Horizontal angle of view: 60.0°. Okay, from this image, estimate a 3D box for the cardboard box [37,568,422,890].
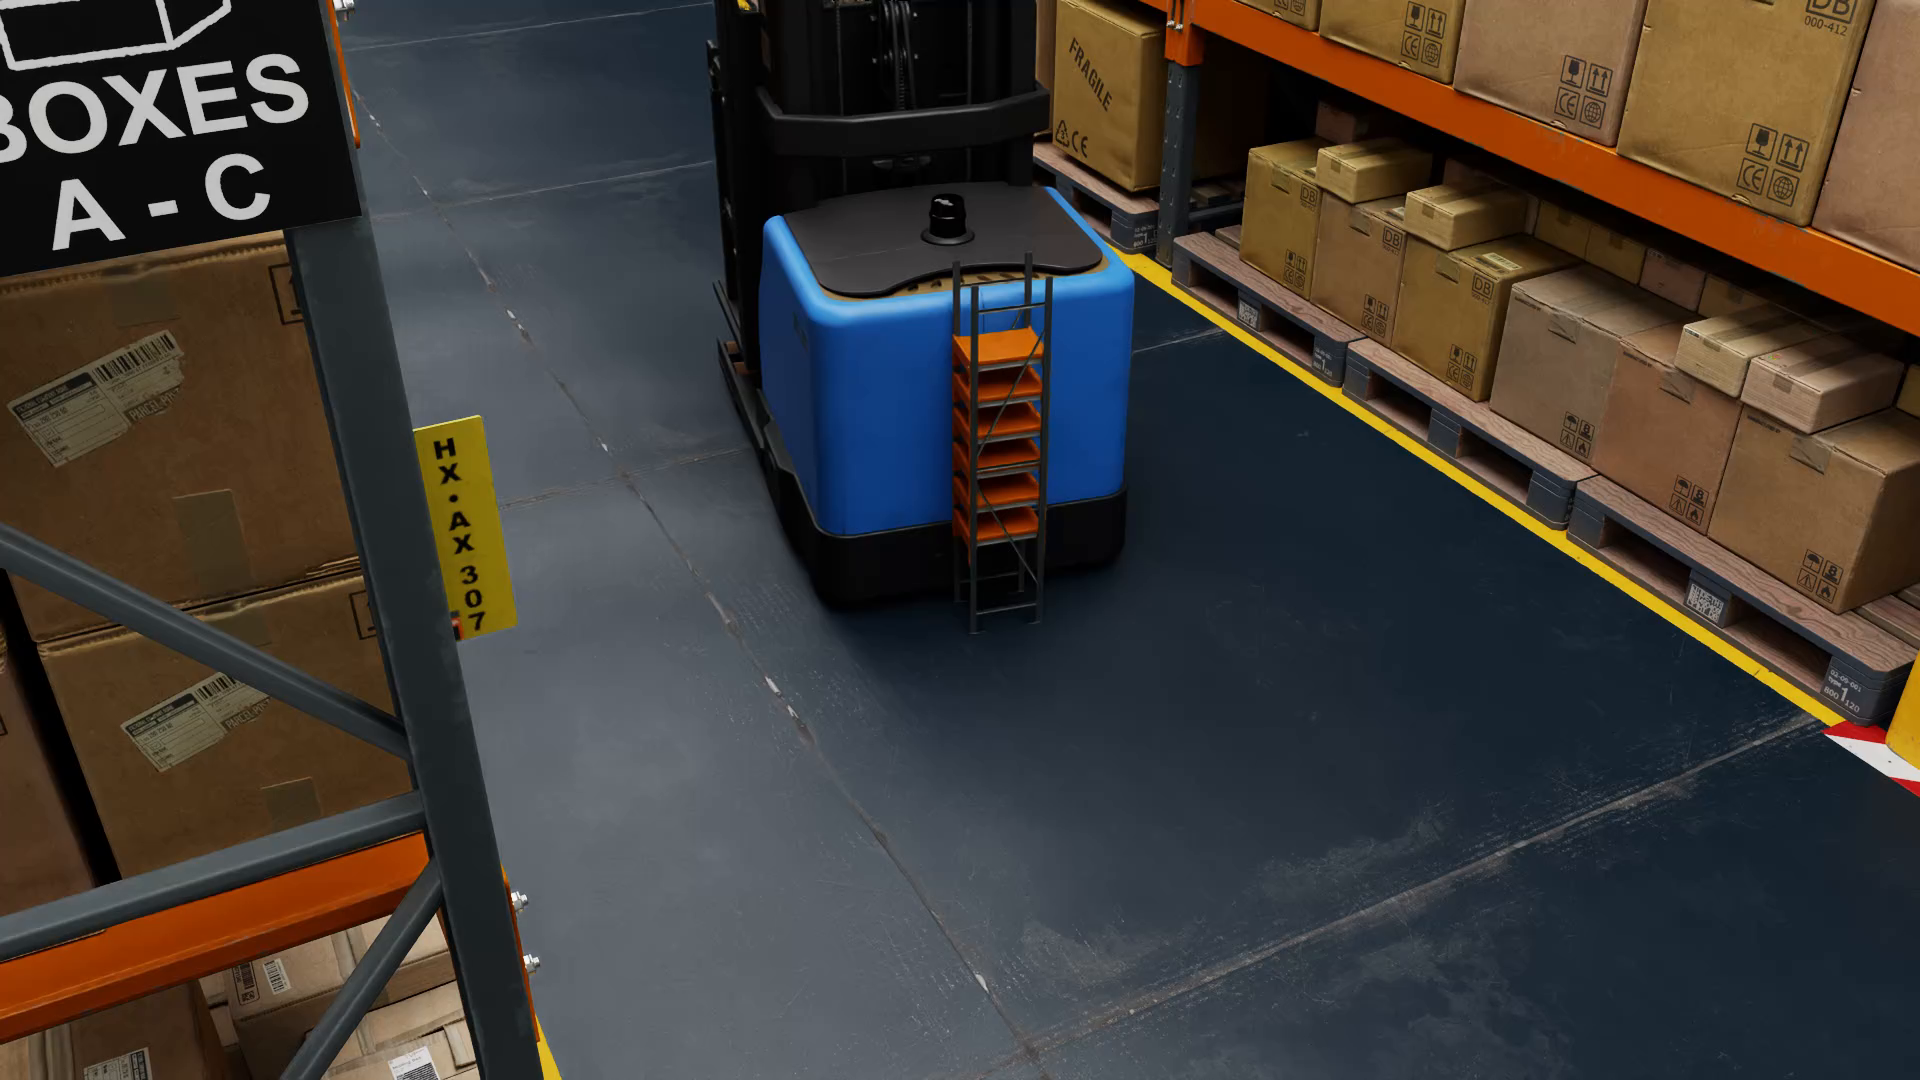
[{"bbox_3d":[-1.106,0.172,2.608,0.500,0.500,0.500,-15,36,-22],"label":"cardboard box"}]

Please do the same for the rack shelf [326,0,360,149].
[{"bbox_3d":[-2.065,-1.422,3.076,1.077,0.370,4.000,-16,36,-23],"label":"rack shelf"}]

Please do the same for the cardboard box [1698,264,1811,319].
[{"bbox_3d":[2.715,-0.814,5.566,0.380,0.149,0.250,-16,36,-23],"label":"cardboard box"}]

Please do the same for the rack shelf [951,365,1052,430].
[{"bbox_3d":[0.121,-0.432,4.950,0.258,0.103,0.180,-9,34,-14],"label":"rack shelf"}]

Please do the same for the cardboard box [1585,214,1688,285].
[{"bbox_3d":[2.476,-1.057,5.946,0.380,0.149,0.250,-15,36,-23],"label":"cardboard box"}]

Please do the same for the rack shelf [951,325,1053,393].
[{"bbox_3d":[0.121,-0.533,4.885,0.258,0.103,0.180,-9,34,-14],"label":"rack shelf"}]

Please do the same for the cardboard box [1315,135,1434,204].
[{"bbox_3d":[1.639,-1.470,6.590,0.380,0.149,0.250,-15,35,-22],"label":"cardboard box"}]

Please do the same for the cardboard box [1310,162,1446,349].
[{"bbox_3d":[1.872,-1.166,6.717,0.700,0.500,0.500,-16,36,-24],"label":"cardboard box"}]

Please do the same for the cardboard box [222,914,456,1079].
[{"bbox_3d":[-1.368,0.895,3.713,0.500,0.250,0.500,-16,36,-23],"label":"cardboard box"}]

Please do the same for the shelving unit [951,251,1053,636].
[{"bbox_3d":[0.121,-0.267,5.055,0.258,1.200,0.189,-9,34,-14],"label":"shelving unit"}]

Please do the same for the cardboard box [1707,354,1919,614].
[{"bbox_3d":[2.833,-0.189,5.192,0.700,0.500,0.500,-16,36,-23],"label":"cardboard box"}]

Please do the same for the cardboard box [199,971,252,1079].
[{"bbox_3d":[-1.713,1.086,3.492,0.380,0.166,0.250,-16,36,-23],"label":"cardboard box"}]

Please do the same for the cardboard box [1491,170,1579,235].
[{"bbox_3d":[2.237,-1.301,6.327,0.380,0.149,0.250,-15,36,-23],"label":"cardboard box"}]

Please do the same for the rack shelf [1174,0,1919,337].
[{"bbox_3d":[2.315,-1.407,5.833,1.077,0.370,4.000,-16,36,-23],"label":"rack shelf"}]

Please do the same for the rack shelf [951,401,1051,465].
[{"bbox_3d":[0.121,-0.331,5.014,0.258,0.103,0.180,-9,34,-14],"label":"rack shelf"}]

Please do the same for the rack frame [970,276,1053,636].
[{"bbox_3d":[0.147,-0.220,4.981,0.240,1.200,0.006,-9,34,-14],"label":"rack frame"}]

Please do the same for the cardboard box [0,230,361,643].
[{"bbox_3d":[-1.106,-0.249,2.339,0.500,0.500,0.500,-15,35,-22],"label":"cardboard box"}]

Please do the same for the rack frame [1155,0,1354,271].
[{"bbox_3d":[1.383,-2.665,7.128,1.000,3.000,0.127,-16,36,-23],"label":"rack frame"}]

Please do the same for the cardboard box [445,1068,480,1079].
[{"bbox_3d":[-1.024,1.221,3.298,0.380,0.149,0.250,-16,36,-23],"label":"cardboard box"}]

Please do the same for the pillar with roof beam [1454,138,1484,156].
[{"bbox_3d":[-1.334,-3.991,3.638,9.100,9.000,0.400,-16,36,-23],"label":"pillar with roof beam"}]

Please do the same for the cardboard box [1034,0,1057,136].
[{"bbox_3d":[0.548,-2.637,8.689,0.750,0.750,0.750,-15,35,-22],"label":"cardboard box"}]

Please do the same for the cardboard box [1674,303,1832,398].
[{"bbox_3d":[2.492,-0.599,5.231,0.380,0.149,0.250,-15,36,-22],"label":"cardboard box"}]

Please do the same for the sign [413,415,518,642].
[{"bbox_3d":[-0.653,-0.009,2.181,0.100,0.325,0.005,-16,36,-23],"label":"sign"}]

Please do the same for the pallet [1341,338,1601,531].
[{"bbox_3d":[2.241,-0.525,6.374,1.003,0.211,1.213,-16,36,-23],"label":"pallet"}]

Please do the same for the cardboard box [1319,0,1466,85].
[{"bbox_3d":[1.957,-2.178,6.091,0.980,0.700,0.700,-17,36,-24],"label":"cardboard box"}]

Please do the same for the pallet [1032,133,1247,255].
[{"bbox_3d":[0.957,-1.840,8.426,1.003,0.211,1.213,-16,36,-23],"label":"pallet"}]

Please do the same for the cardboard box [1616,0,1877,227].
[{"bbox_3d":[2.652,-1.467,4.981,0.980,0.700,0.700,-16,36,-23],"label":"cardboard box"}]

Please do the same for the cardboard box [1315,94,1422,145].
[{"bbox_3d":[1.749,-1.798,7.103,0.380,0.149,0.250,-16,36,-23],"label":"cardboard box"}]

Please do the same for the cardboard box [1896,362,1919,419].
[{"bbox_3d":[3.068,-0.453,5.002,0.380,0.149,0.250,-16,36,-23],"label":"cardboard box"}]

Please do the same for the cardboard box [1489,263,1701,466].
[{"bbox_3d":[2.365,-0.667,5.939,0.700,0.500,0.500,-17,36,-25],"label":"cardboard box"}]

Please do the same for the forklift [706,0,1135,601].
[{"bbox_3d":[-0.351,-1.828,5.887,1.130,2.935,3.031,-9,34,-14],"label":"forklift"}]
